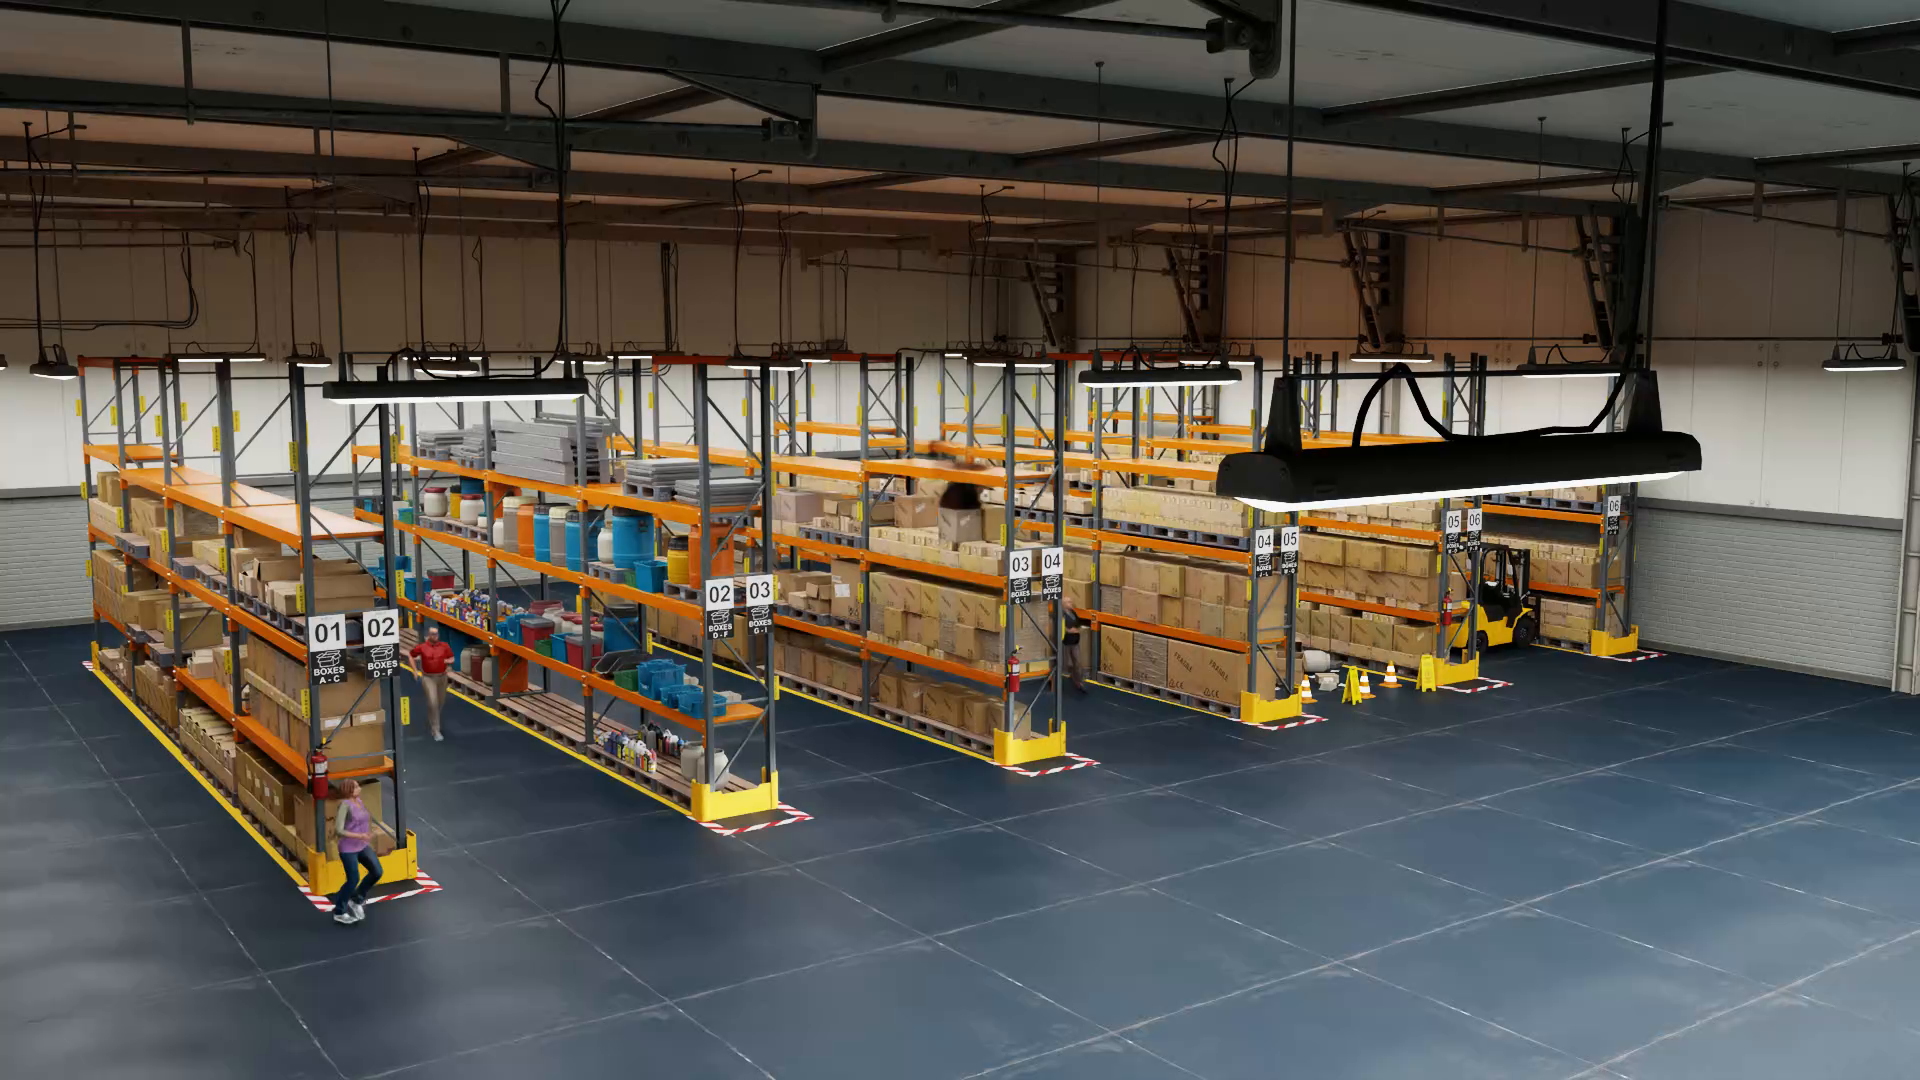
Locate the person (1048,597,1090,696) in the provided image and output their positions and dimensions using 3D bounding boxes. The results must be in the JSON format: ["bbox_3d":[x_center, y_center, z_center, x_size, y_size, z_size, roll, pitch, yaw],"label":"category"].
[{"bbox_3d":[1.922,1.866,29.618,0.657,1.724,0.950,-6,9,-43],"label":"person"}]

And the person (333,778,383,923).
[{"bbox_3d":[-6.550,3.371,18.055,0.521,1.564,0.534,1,7,11],"label":"person"}]

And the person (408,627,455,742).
[{"bbox_3d":[-8.367,2.261,26.495,0.649,1.772,0.867,-6,9,-39],"label":"person"}]
